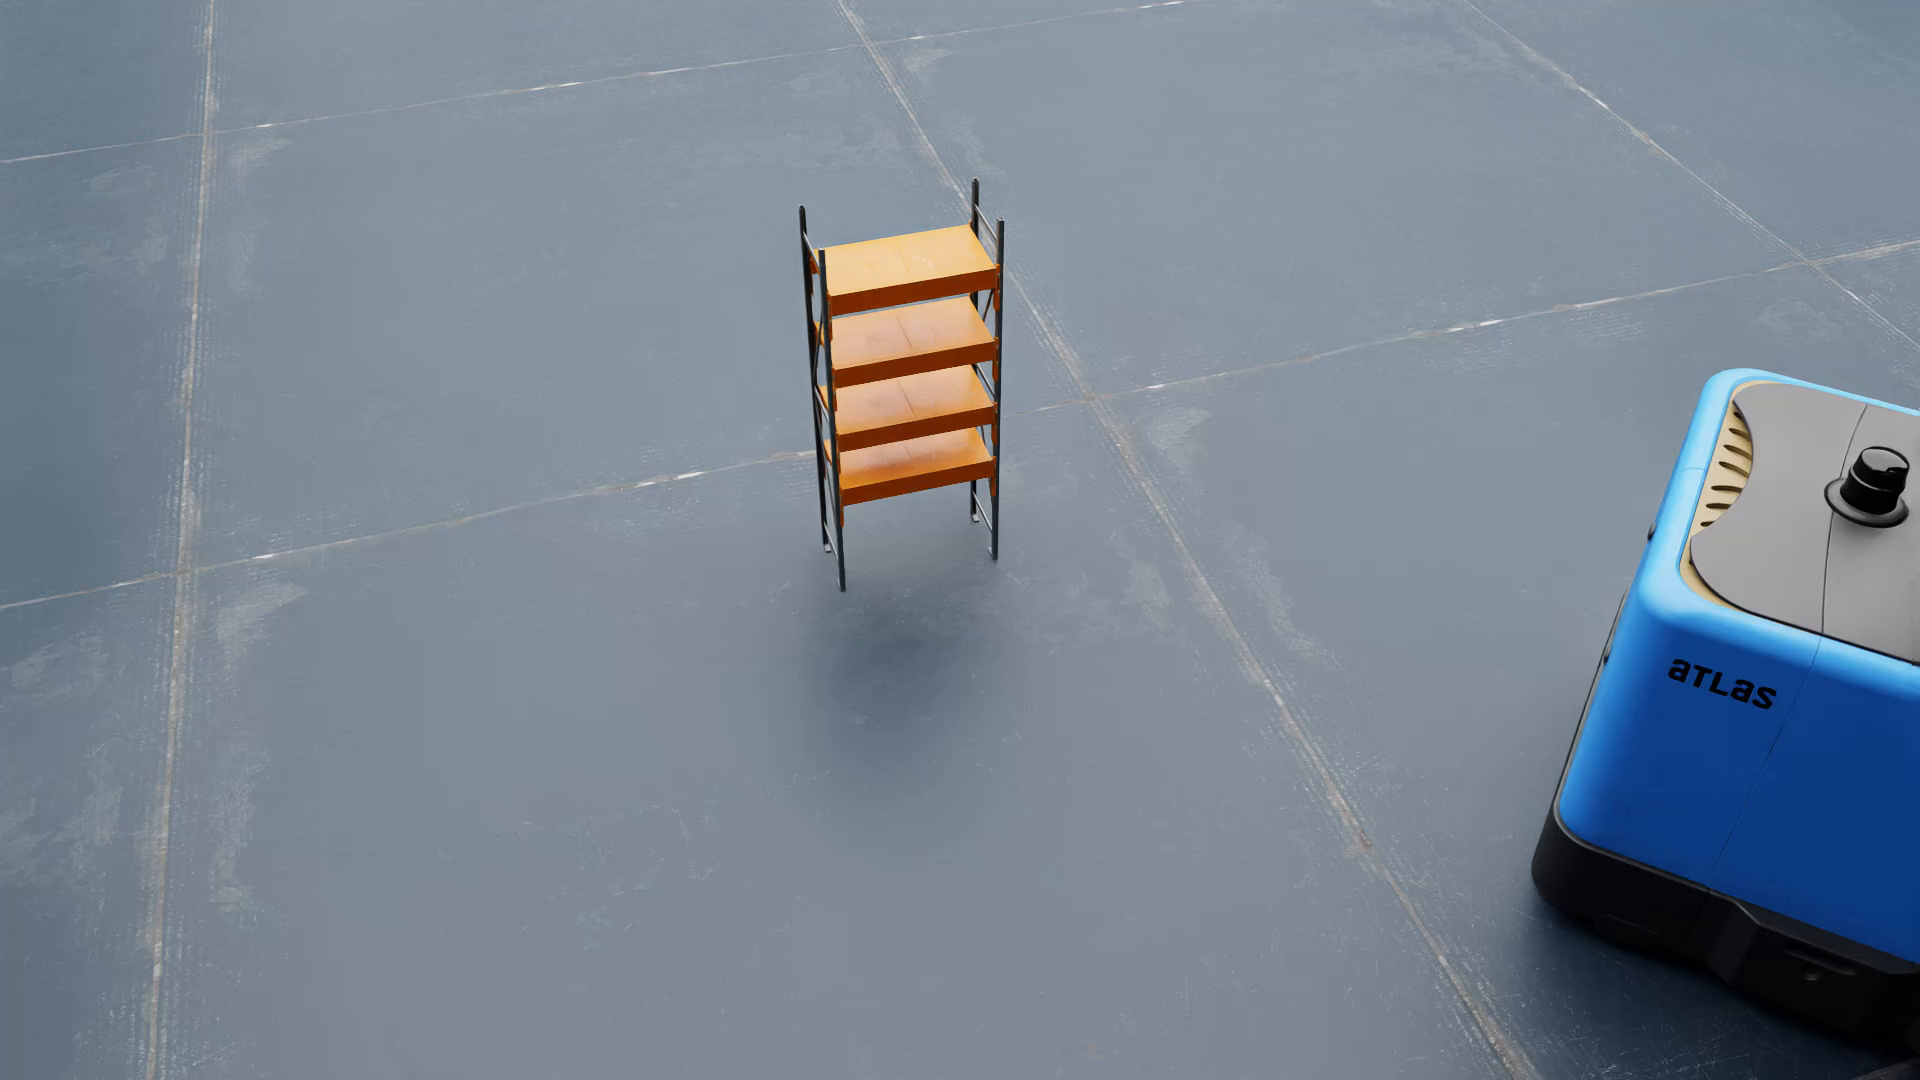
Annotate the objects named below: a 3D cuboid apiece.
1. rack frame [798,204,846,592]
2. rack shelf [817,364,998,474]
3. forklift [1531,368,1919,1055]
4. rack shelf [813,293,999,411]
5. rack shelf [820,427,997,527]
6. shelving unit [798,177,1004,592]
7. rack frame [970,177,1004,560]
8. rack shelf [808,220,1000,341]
[{"bbox_3d":[-0.391,-0.371,4.763,0.015,1.200,0.240,-12,42,-13],"label":"rack frame"},{"bbox_3d":[-0.158,-0.368,4.862,0.480,0.148,0.258,-12,42,-13],"label":"rack shelf"},{"bbox_3d":[2.981,-0.009,3.033,3.031,2.935,1.130,19,45,21],"label":"forklift"},{"bbox_3d":[-0.158,-0.537,4.715,0.480,0.148,0.258,-12,42,-13],"label":"rack shelf"},{"bbox_3d":[-0.158,-0.219,4.993,0.480,0.148,0.258,-12,42,-13],"label":"rack shelf"},{"bbox_3d":[-0.158,-0.419,4.818,0.503,1.200,0.258,-12,42,-13],"label":"shelving unit"},{"bbox_3d":[0.075,-0.467,4.873,0.015,1.200,0.240,-12,42,-13],"label":"rack frame"},{"bbox_3d":[-0.158,-0.715,4.559,0.480,0.148,0.258,-12,42,-13],"label":"rack shelf"}]
